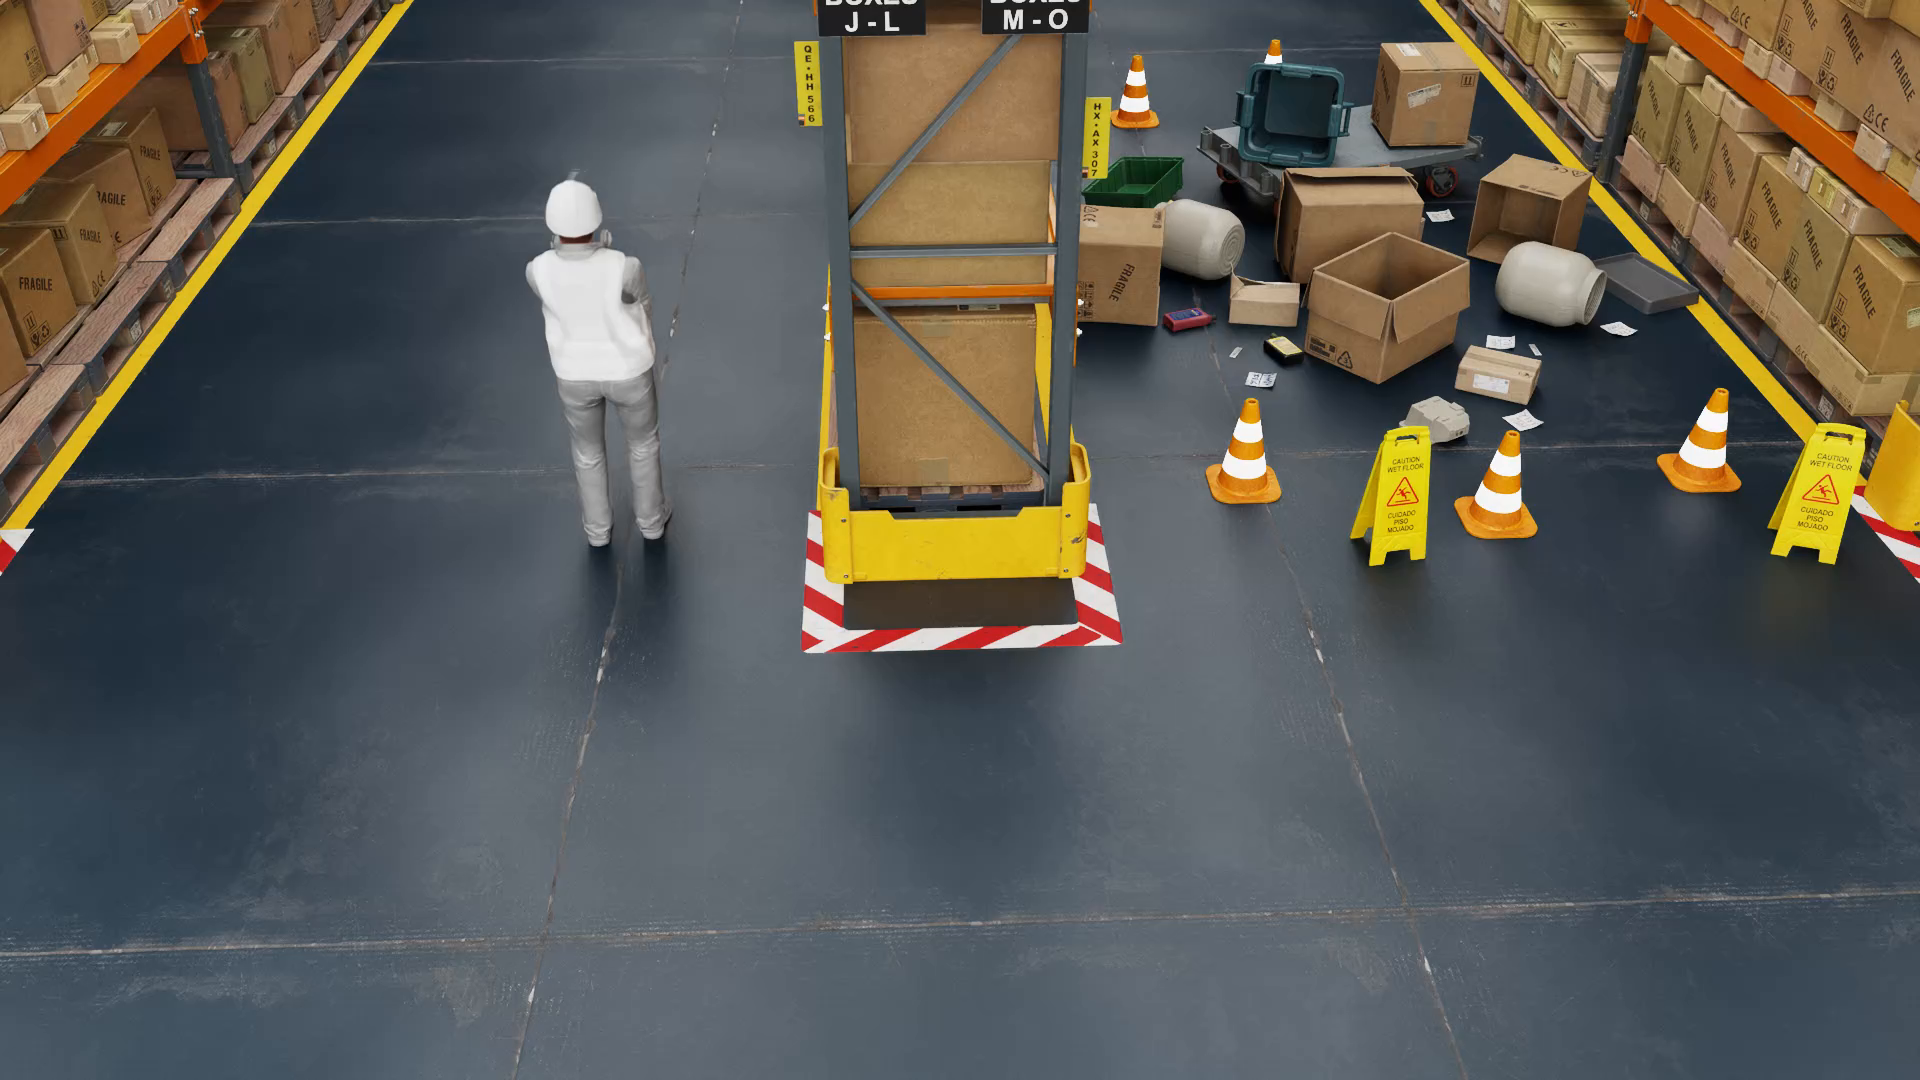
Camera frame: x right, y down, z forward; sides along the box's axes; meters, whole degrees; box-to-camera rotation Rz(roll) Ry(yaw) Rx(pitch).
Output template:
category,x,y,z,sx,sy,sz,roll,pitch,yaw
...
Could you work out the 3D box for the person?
category,x,y,z,sx,sy,sz,roll,pitch,yaw
person,-1.559,-0.796,7.267,0.494,1.762,0.553,-1,35,-1
